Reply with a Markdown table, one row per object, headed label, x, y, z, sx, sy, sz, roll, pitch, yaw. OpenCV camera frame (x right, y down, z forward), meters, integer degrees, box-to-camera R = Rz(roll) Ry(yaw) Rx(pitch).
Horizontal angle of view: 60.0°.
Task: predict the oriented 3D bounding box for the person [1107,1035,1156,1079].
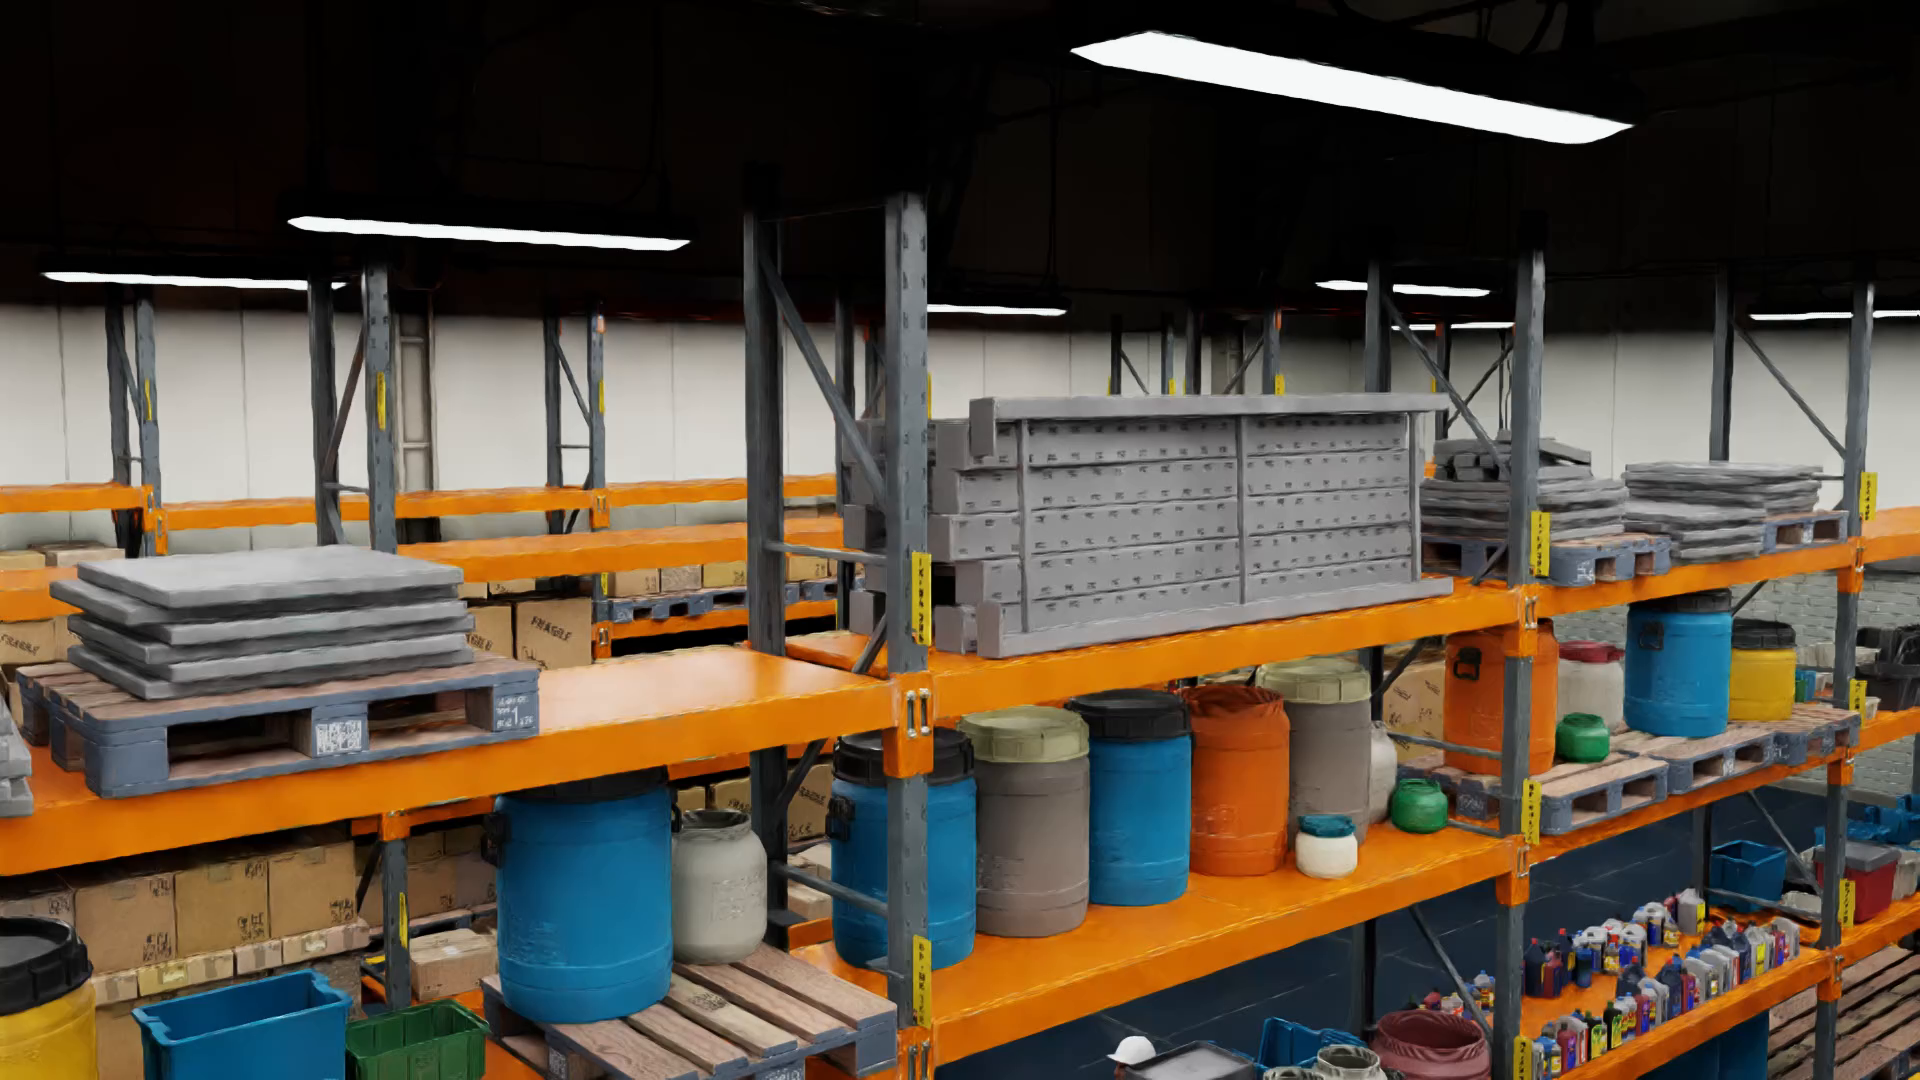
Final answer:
| label | x | y | z | sx | sy | sz | roll | pitch | yaw |
| --- | --- | --- | --- | --- | --- | --- | --- | --- | --- |
| person | 1.035 | 3.458 | 8.789 | 0.810 | 1.746 | 0.591 | -2 | 6 | -24 |
